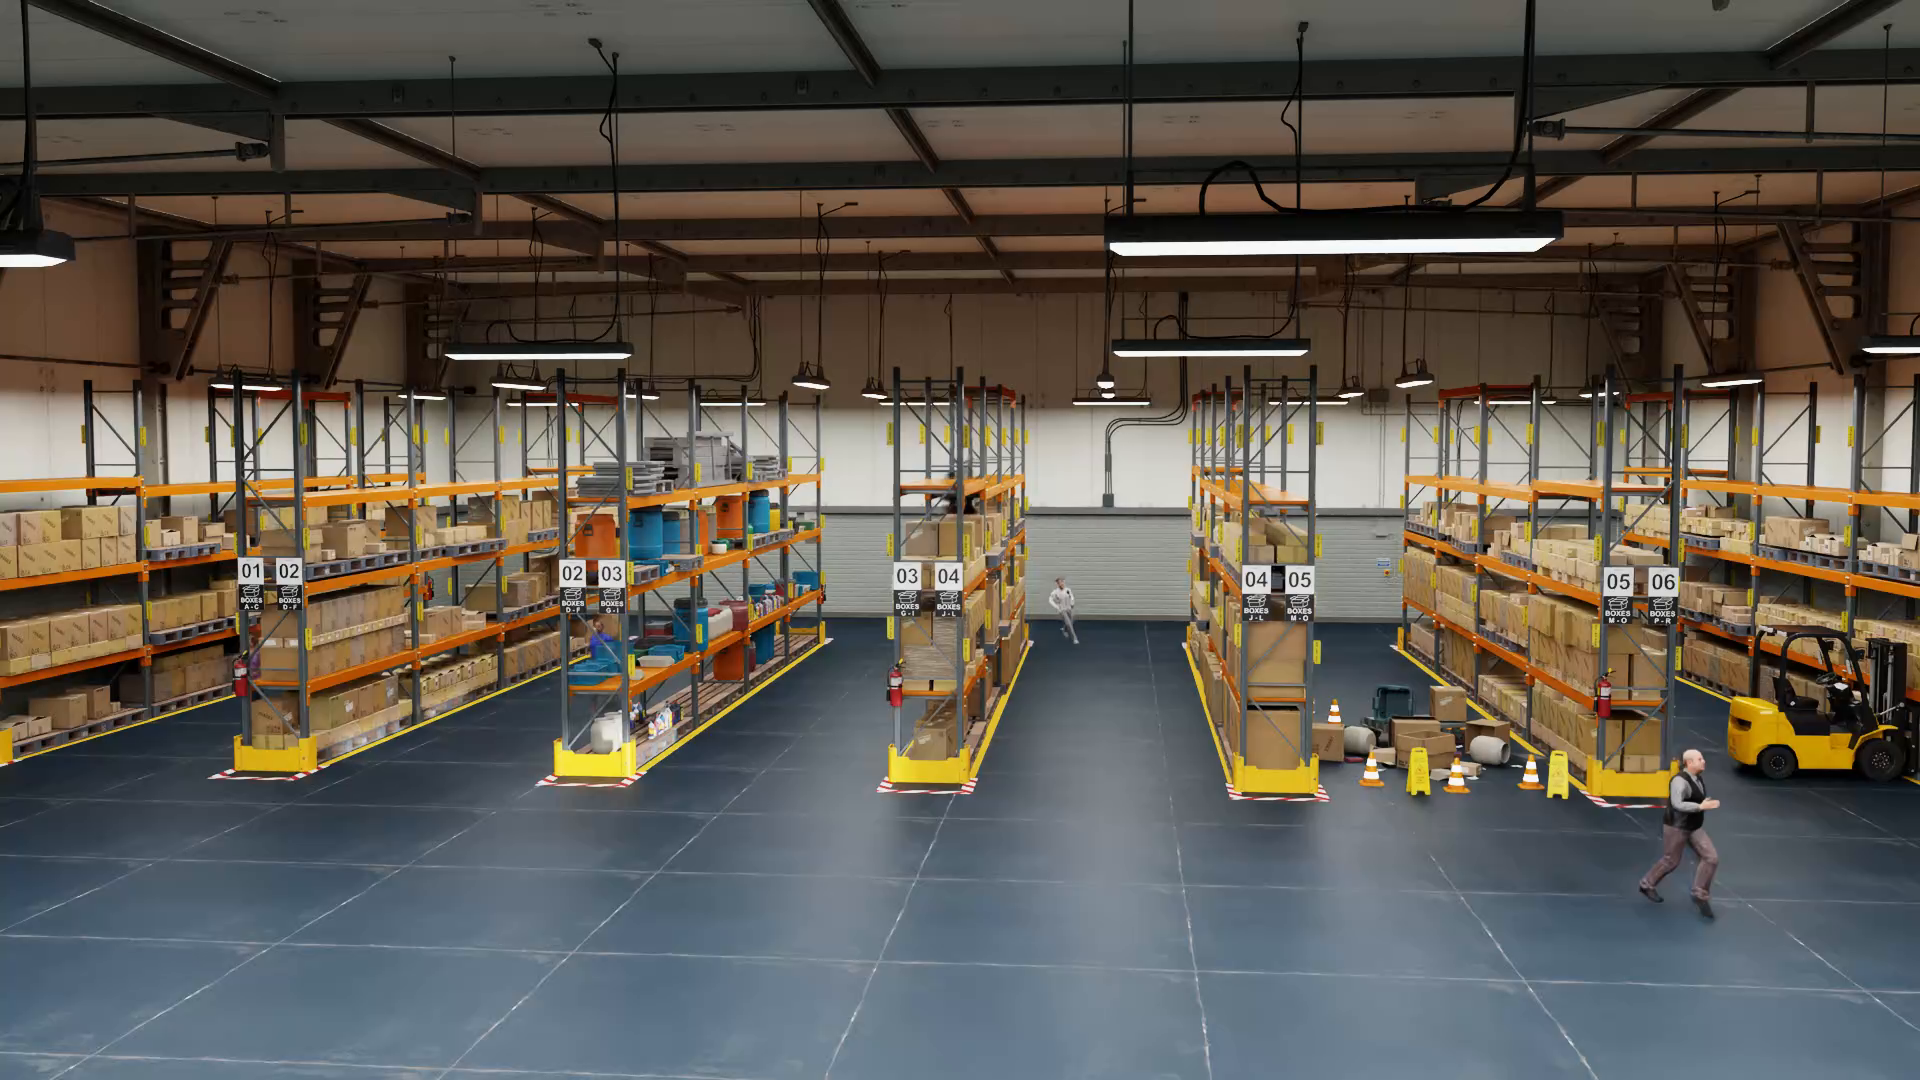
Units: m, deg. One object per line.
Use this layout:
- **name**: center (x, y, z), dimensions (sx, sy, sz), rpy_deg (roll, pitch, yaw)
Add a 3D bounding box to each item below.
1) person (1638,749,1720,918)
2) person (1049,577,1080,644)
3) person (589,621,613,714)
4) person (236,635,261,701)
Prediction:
- **person**: center (7.592, 3.063, 17.531), dimensions (0.678, 1.763, 0.851), rpy_deg (-3, 5, -42)
- **person**: center (2.474, 1.695, 40.315), dimensions (0.644, 1.636, 0.790), rpy_deg (-2, 4, -23)
- **person**: center (-6.577, 2.351, 30.538), dimensions (0.547, 1.586, 1.069), rpy_deg (0, 4, 5)
- **person**: center (-12.249, 2.430, 28.763), dimensions (0.547, 1.588, 0.669), rpy_deg (0, 4, -7)
